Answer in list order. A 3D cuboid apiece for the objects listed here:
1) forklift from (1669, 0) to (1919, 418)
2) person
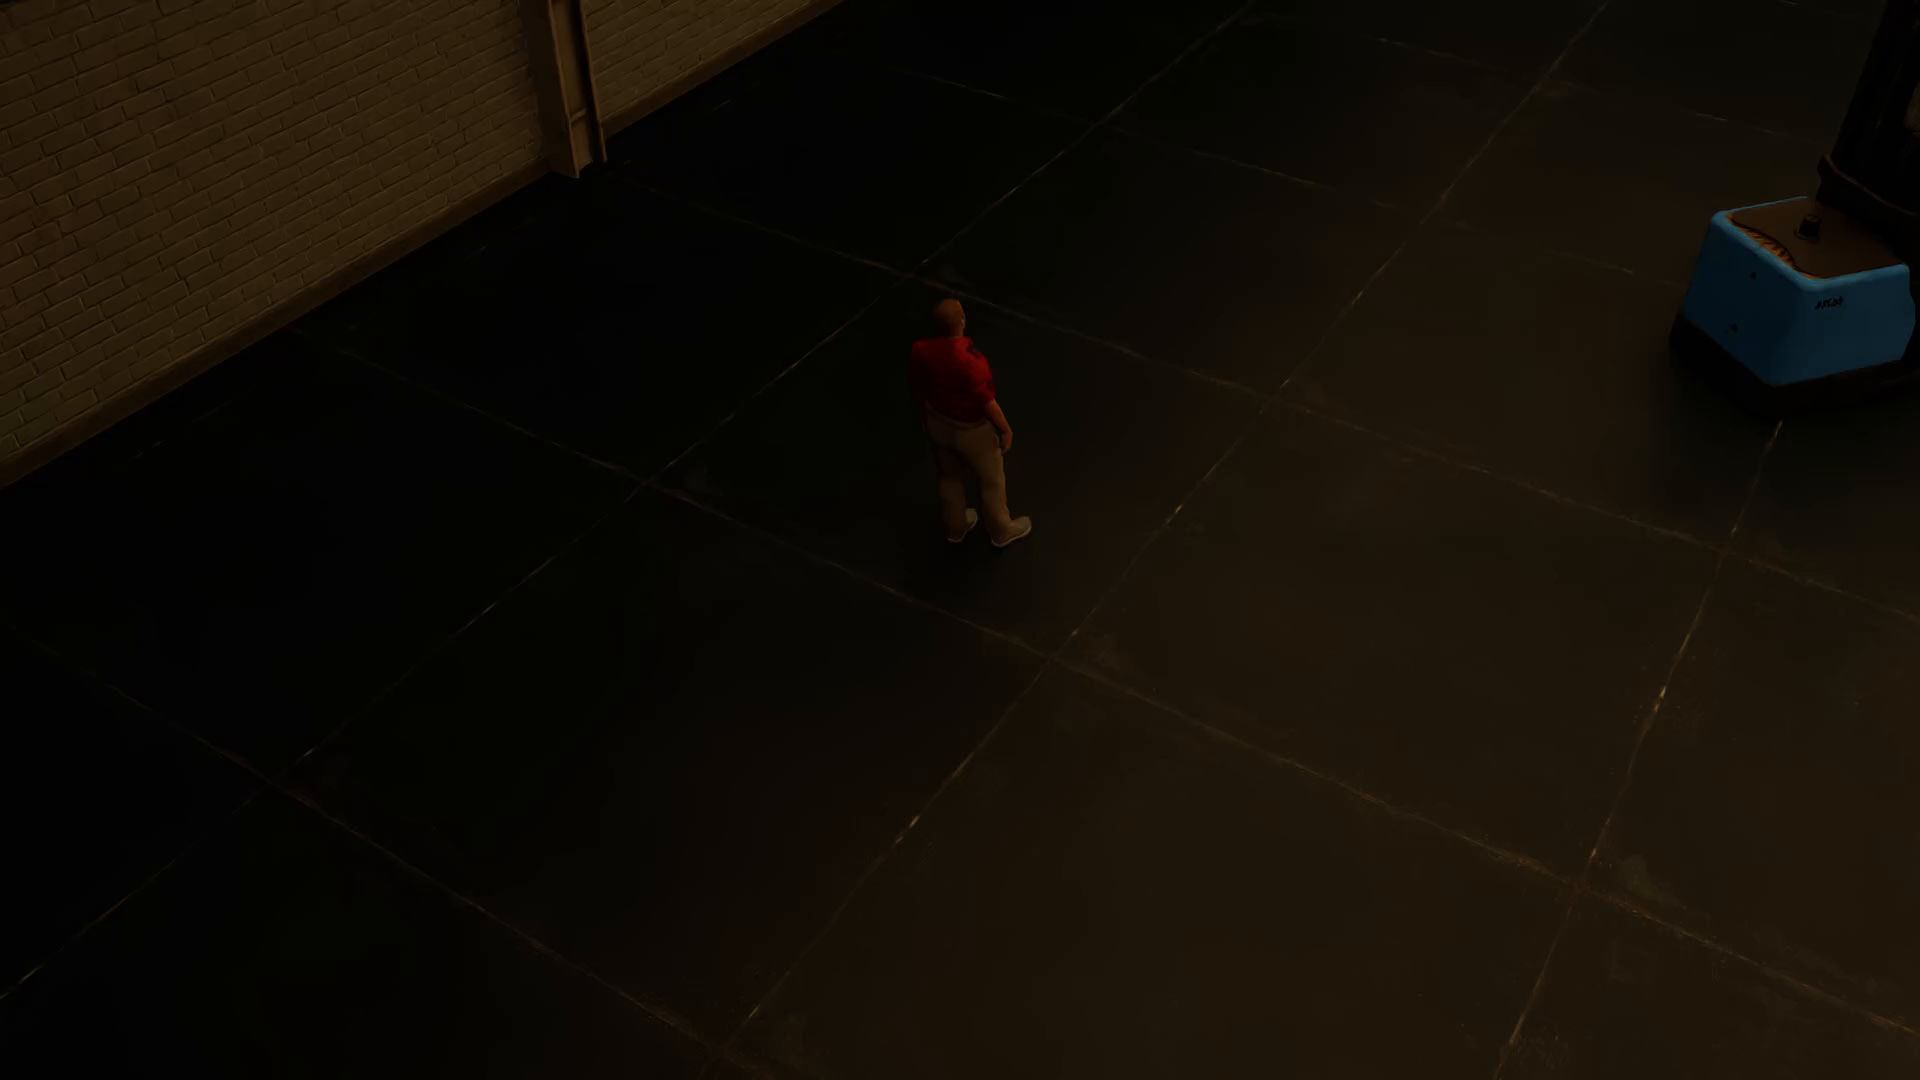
[{"bbox_3d":[6.605,-2.503,10.921,3.031,2.935,1.130,-12,42,-14],"label":"forklift"},{"bbox_3d":[0.058,-0.710,9.723,0.640,1.727,0.550,22,45,24],"label":"person"}]
